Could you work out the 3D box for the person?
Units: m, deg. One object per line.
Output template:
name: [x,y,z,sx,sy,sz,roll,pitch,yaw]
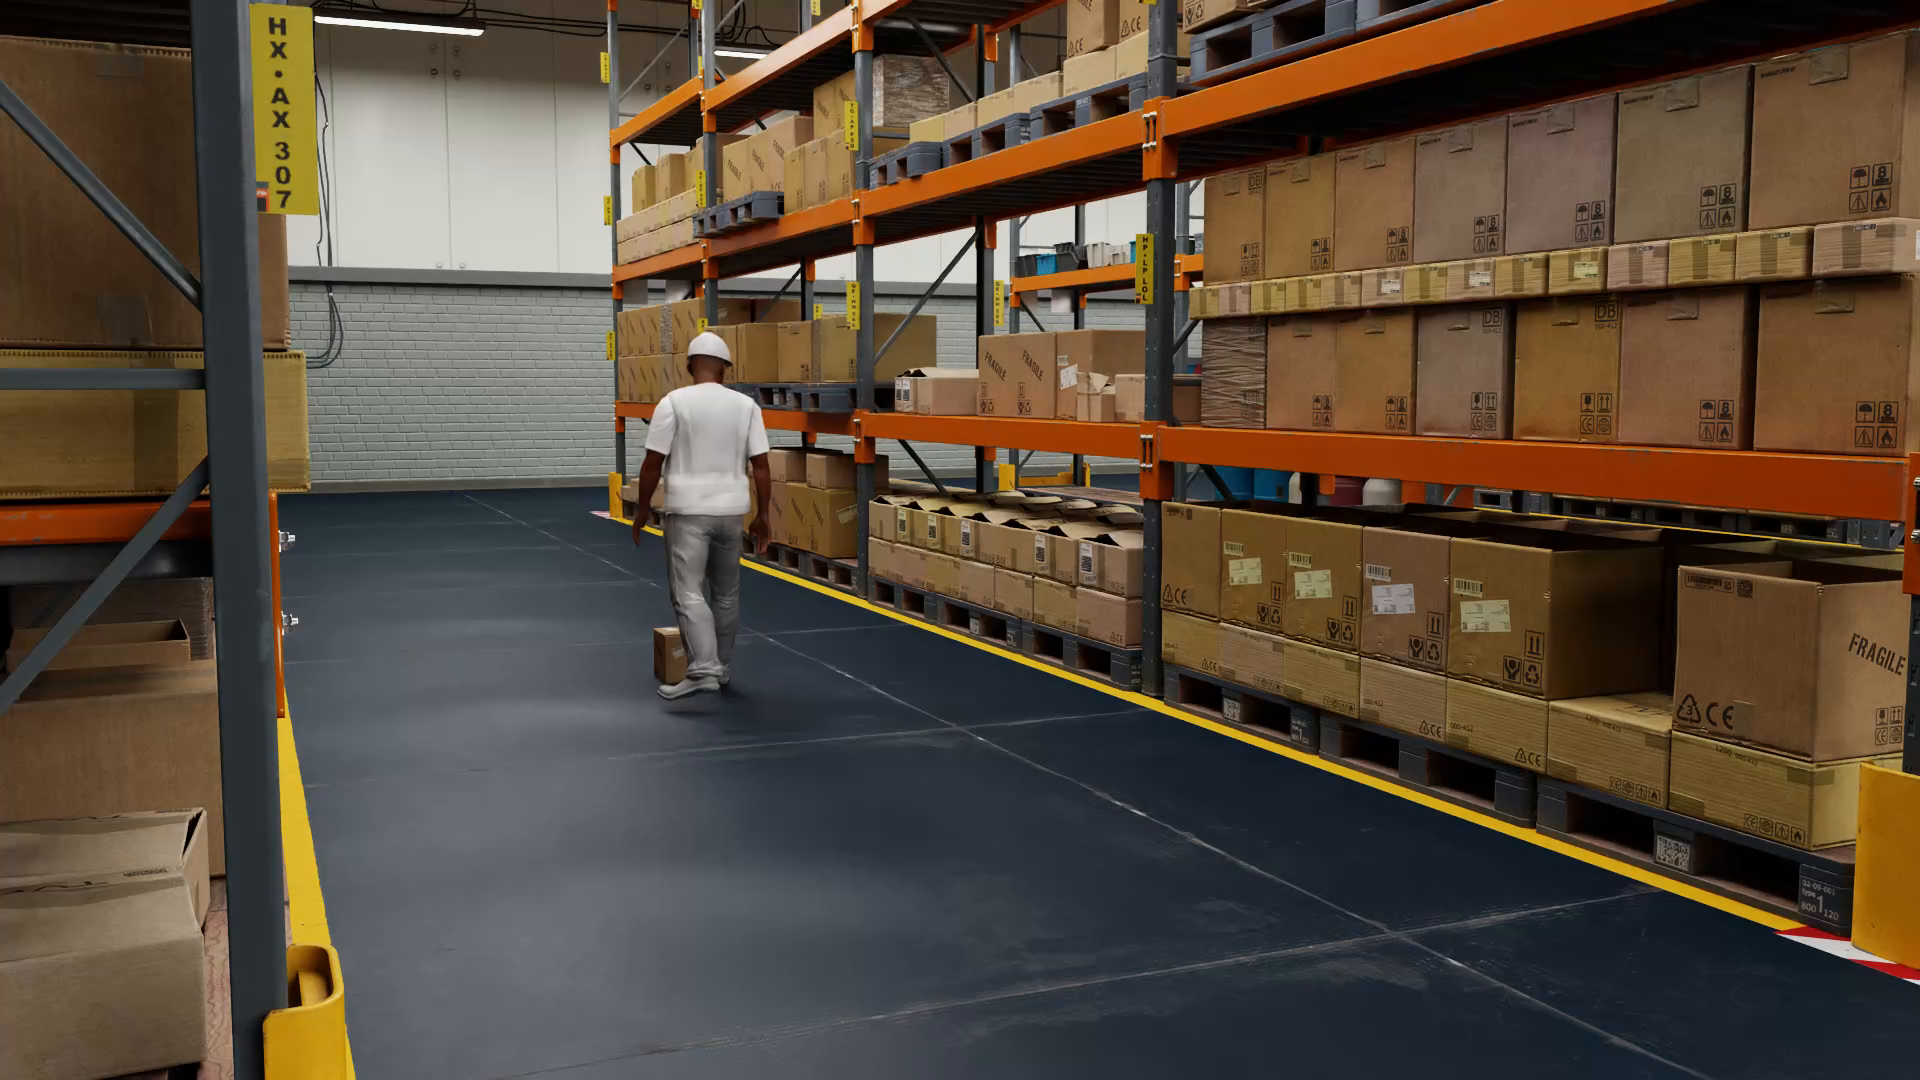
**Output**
person: [-1.244,-0.122,7.982,0.661,1.745,0.939,-3,6,-32]
